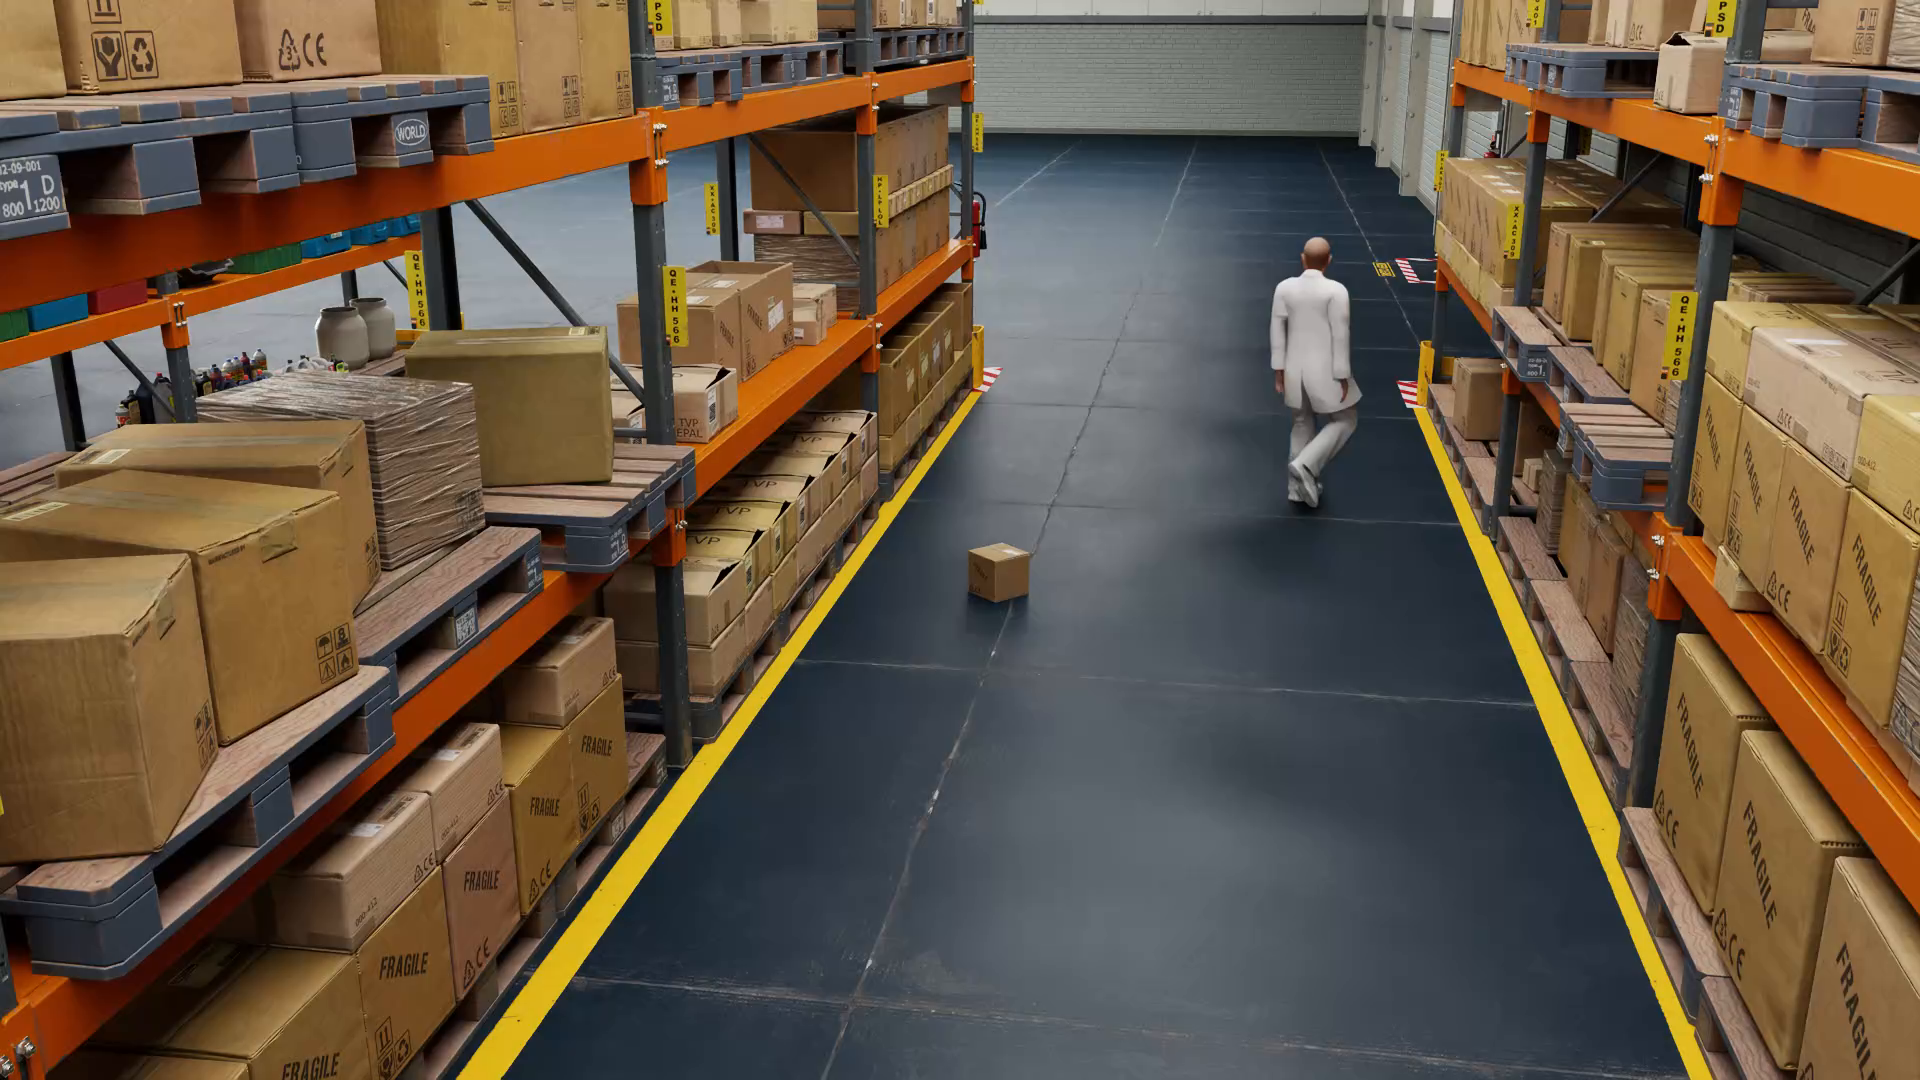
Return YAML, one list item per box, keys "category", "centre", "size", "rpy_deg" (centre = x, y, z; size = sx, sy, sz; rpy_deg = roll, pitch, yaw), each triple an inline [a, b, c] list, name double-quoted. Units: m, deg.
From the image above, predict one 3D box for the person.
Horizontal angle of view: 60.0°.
- category: "person"
  centre: [2.339, -1.102, 10.984]
  size: [0.606, 1.777, 0.578]
  rpy_deg: [16, 24, 41]
